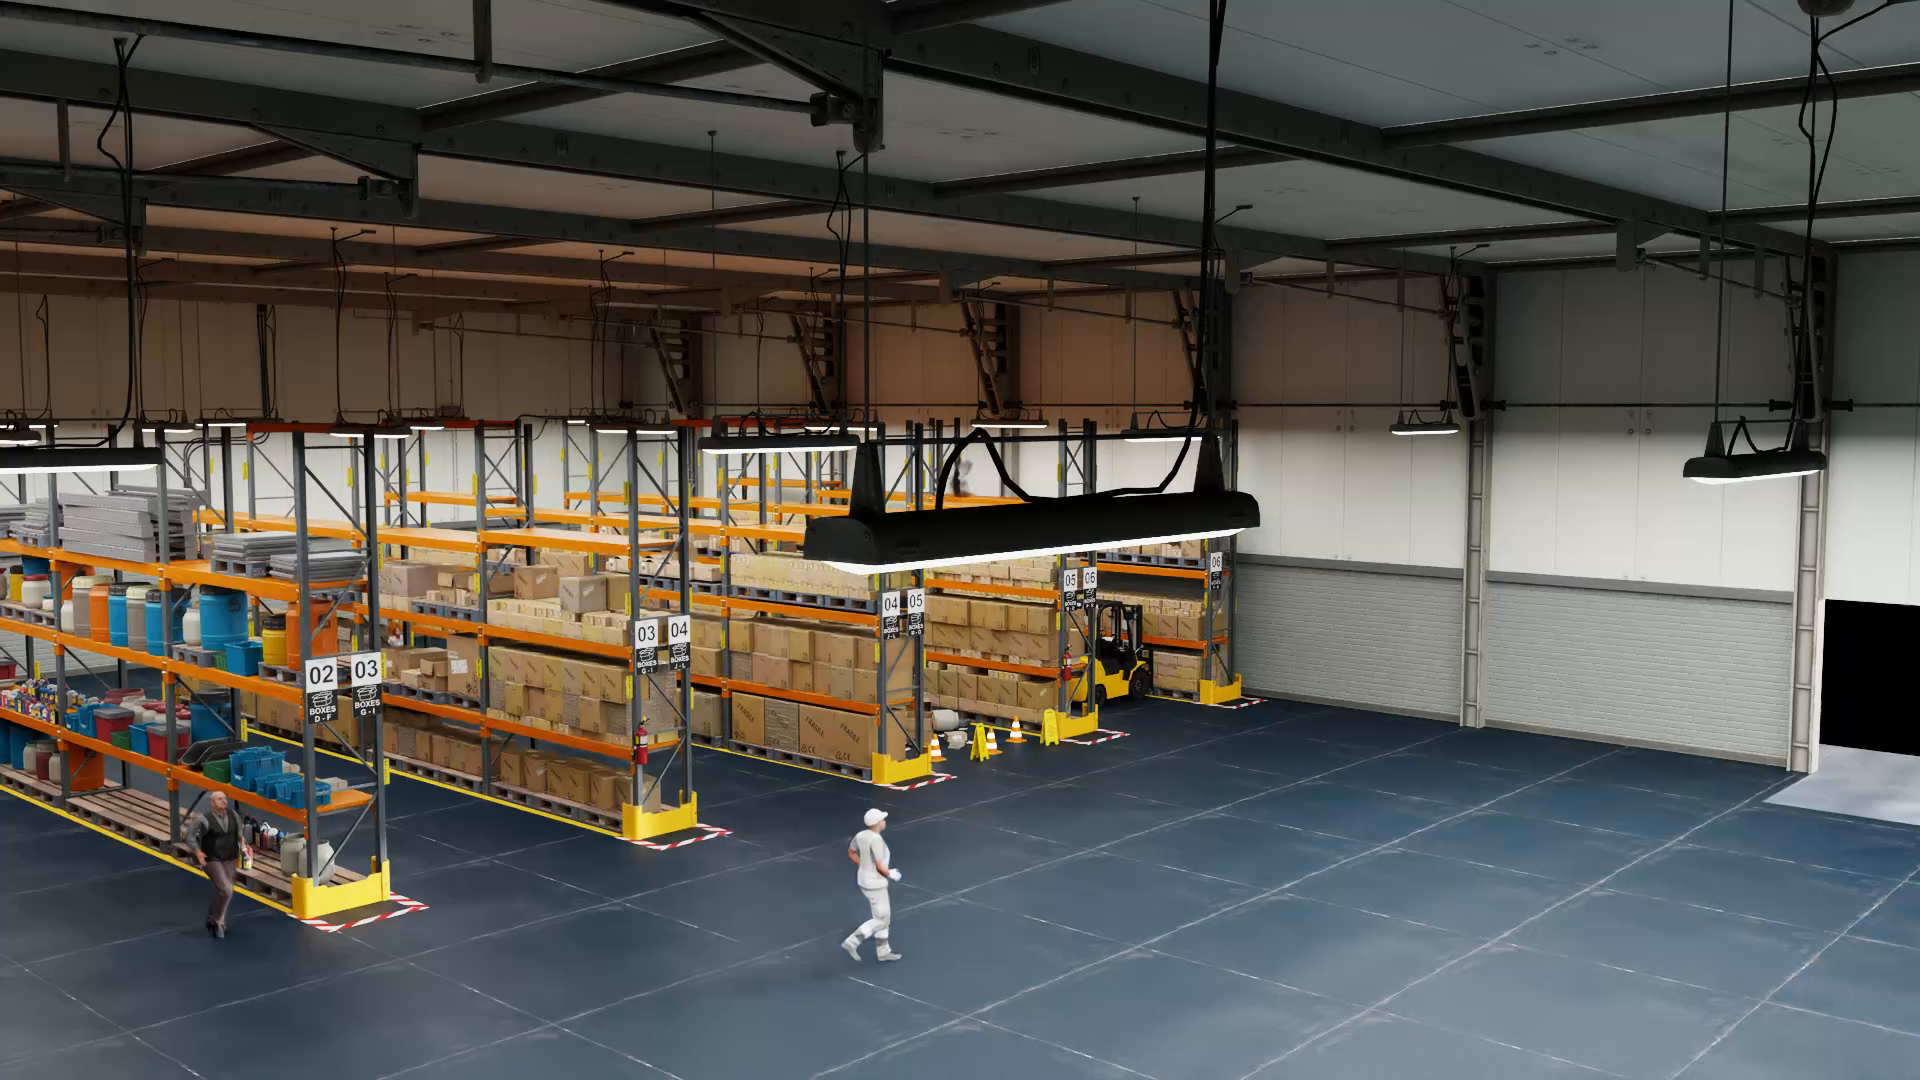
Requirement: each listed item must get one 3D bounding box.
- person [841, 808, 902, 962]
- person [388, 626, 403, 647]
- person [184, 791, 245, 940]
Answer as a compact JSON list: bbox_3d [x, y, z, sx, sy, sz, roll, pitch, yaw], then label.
[{"bbox_3d":[-1.017,3.916,18.781,0.782,1.780,0.684,-2,5,-27],"label":"person"},{"bbox_3d":[-12.127,2.635,35.828,0.540,1.586,0.663,-4,6,-40],"label":"person"},{"bbox_3d":[-8.825,3.869,19.917,0.592,1.729,0.659,3,6,33],"label":"person"}]
